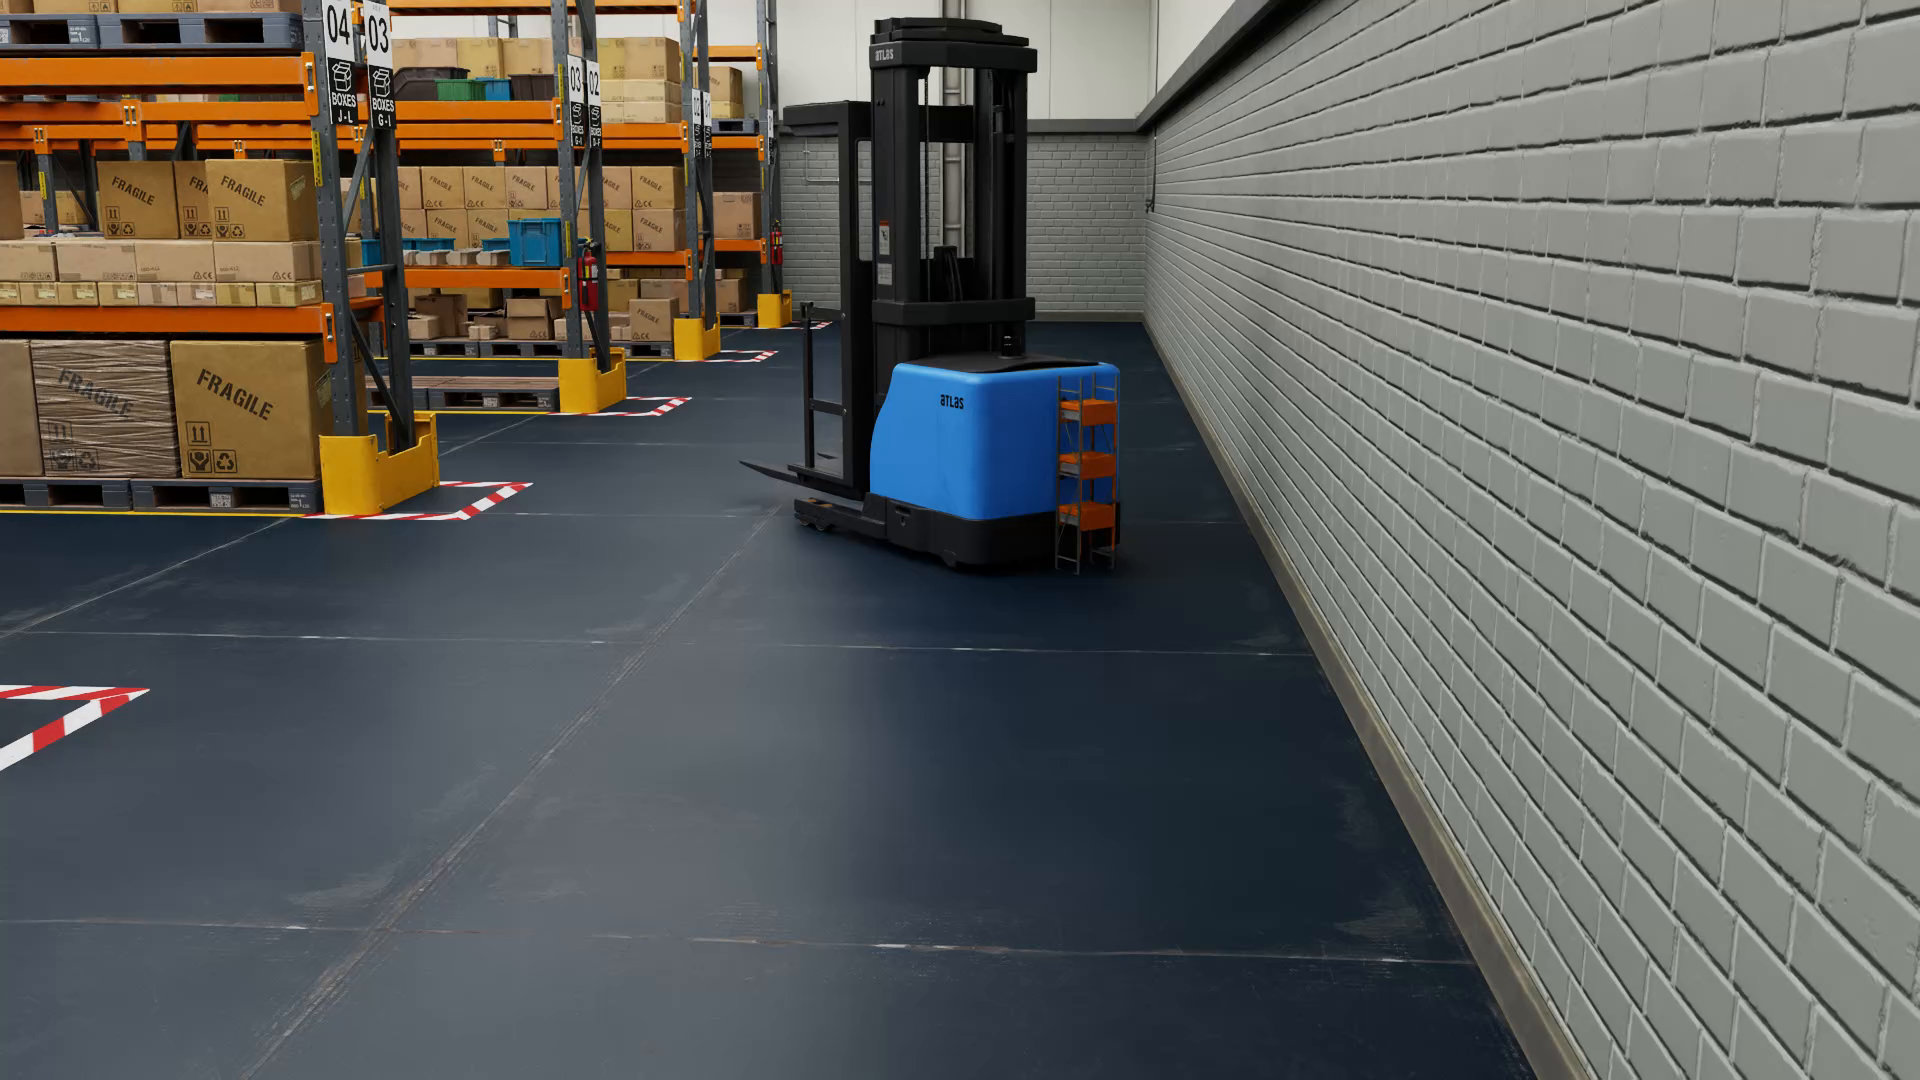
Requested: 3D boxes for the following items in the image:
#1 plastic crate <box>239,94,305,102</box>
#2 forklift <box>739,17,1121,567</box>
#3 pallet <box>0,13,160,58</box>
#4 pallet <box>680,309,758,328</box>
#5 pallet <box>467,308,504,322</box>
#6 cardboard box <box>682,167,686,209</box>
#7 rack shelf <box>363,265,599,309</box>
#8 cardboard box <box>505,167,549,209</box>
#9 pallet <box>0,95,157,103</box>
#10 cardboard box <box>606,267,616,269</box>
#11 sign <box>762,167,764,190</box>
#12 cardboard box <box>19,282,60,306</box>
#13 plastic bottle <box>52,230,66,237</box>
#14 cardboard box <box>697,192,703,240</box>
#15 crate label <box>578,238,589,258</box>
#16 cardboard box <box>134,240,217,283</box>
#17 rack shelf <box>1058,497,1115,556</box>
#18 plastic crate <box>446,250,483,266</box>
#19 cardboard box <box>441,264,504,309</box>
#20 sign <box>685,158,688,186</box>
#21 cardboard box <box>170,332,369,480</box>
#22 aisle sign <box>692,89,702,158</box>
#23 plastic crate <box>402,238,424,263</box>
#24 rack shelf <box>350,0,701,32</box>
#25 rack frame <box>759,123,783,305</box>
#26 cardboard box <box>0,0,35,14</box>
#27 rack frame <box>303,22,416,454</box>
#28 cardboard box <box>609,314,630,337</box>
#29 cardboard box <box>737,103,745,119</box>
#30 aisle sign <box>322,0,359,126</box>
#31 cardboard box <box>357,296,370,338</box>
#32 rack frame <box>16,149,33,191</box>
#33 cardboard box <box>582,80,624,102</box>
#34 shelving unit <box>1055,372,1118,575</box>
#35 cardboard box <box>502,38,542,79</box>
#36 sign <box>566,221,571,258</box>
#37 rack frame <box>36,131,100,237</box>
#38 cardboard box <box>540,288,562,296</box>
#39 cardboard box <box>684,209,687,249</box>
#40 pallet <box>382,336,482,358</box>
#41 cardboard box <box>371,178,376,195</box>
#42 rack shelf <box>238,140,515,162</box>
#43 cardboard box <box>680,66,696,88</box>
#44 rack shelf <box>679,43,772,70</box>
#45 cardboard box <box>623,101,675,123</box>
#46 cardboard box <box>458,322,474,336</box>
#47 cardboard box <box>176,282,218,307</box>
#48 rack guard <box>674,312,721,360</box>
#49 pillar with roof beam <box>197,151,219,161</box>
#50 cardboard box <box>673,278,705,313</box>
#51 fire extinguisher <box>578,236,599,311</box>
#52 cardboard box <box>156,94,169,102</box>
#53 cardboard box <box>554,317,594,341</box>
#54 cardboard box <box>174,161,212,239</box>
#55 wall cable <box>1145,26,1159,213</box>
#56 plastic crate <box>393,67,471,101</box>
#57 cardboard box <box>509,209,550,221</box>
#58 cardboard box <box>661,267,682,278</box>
[{"bbox_3d":[-6.296,-4.142,15.238,0.590,0.269,0.497,1,12,4],"label":"plastic crate"},{"bbox_3d":[-0.357,-1.539,9.968,1.130,2.935,3.031,-8,14,-34],"label":"forklift"},{"bbox_3d":[-5.819,-3.193,10.599,1.213,0.211,1.003,1,12,4],"label":"pallet"},{"bbox_3d":[-3.667,-3.410,25.556,1.213,0.211,1.003,1,12,4],"label":"pallet"},{"bbox_3d":[-7.630,-3.465,25.818,1.213,0.211,1.003,1,12,4],"label":"pallet"},{"bbox_3d":[-3.617,-4.367,20.630,0.500,0.500,0.500,1,12,5],"label":"cardboard box"},{"bbox_3d":[-5.522,-2.432,15.823,4.000,0.370,1.077,1,12,4],"label":"rack shelf"},{"bbox_3d":[-5.188,-4.276,20.199,0.500,0.500,0.500,1,12,6],"label":"cardboard box"},{"bbox_3d":[-8.306,-4.178,15.549,1.003,0.211,1.213,1,12,4],"label":"pallet"},{"bbox_3d":[-5.459,-4.136,25.708,0.250,0.149,0.380,0,12,2],"label":"cardboard box"},{"bbox_3d":[-2.914,-5.352,24.622,0.005,0.325,0.100,1,12,4],"label":"sign"},{"bbox_3d":[-5.760,-1.580,10.609,0.250,0.149,0.380,1,12,5],"label":"cardboard box"},{"bbox_3d":[-8.456,-2.733,15.626,0.185,0.351,0.144,1,12,4],"label":"plastic bottle"},{"bbox_3d":[-4.100,-4.940,25.324,0.700,0.700,0.980,1,12,3],"label":"cardboard box"},{"bbox_3d":[-3.751,-2.774,15.968,0.303,0.233,0.416,1,12,4],"label":"crate label"},{"bbox_3d":[-4.865,-1.776,10.573,0.500,0.250,0.500,1,12,3],"label":"cardboard box"},{"bbox_3d":[0.676,-0.074,8.969,0.240,0.259,0.215,-8,14,-35],"label":"rack shelf"},{"bbox_3d":[-4.640,-2.638,15.549,0.243,0.136,0.396,1,12,4],"label":"plastic crate"},{"bbox_3d":[-7.513,-3.971,25.649,0.750,0.750,0.750,1,12,4],"label":"cardboard box"},{"bbox_3d":[-3.249,-4.377,19.765,0.005,0.325,0.100,1,12,4],"label":"sign"},{"bbox_3d":[-4.501,-0.902,10.920,0.875,0.875,0.875,1,12,4],"label":"cardboard box"},{"bbox_3d":[-3.144,-4.977,19.886,0.004,0.787,0.394,1,12,4],"label":"aisle sign"},{"bbox_3d":[-5.364,-2.797,16.073,0.300,0.233,0.416,1,12,4],"label":"plastic crate"},{"bbox_3d":[-5.187,-6.378,20.047,4.000,0.370,1.077,1,12,4],"label":"rack shelf"},{"bbox_3d":[-2.864,-4.780,25.294,0.127,3.000,1.000,1,12,4],"label":"rack frame"},{"bbox_3d":[-6.015,-3.528,10.468,0.500,0.500,0.700,1,12,6],"label":"cardboard box"},{"bbox_3d":[-3.857,-1.744,10.782,0.127,3.000,1.000,1,12,4],"label":"rack frame"},{"bbox_3d":[-4.214,-2.710,21.038,0.500,0.250,0.500,1,12,4],"label":"cardboard box"},{"bbox_3d":[-3.576,-6.490,25.237,0.500,0.250,0.500,1,12,7],"label":"cardboard box"},{"bbox_3d":[-3.806,-2.955,10.218,0.004,0.787,0.394,1,12,4],"label":"aisle sign"},{"bbox_3d":[-7.694,-2.763,20.681,0.500,0.500,0.500,1,12,3],"label":"cardboard box"},{"bbox_3d":[-14.837,-4.944,26.079,0.127,3.000,1.000,1,12,4],"label":"rack frame"},{"bbox_3d":[-4.220,-5.369,19.930,0.500,0.250,0.500,1,12,4],"label":"cardboard box"},{"bbox_3d":[0.676,-0.357,8.910,0.252,1.050,0.215,-8,14,-35],"label":"shelving unit"},{"bbox_3d":[-5.197,-5.814,20.222,0.500,0.500,0.700,1,12,4],"label":"cardboard box"},{"bbox_3d":[-3.547,-2.724,15.064,0.005,0.325,0.100,1,12,4],"label":"sign"},{"bbox_3d":[-11.174,-3.878,20.979,0.127,3.000,1.000,1,12,4],"label":"rack frame"},{"bbox_3d":[-6.116,-3.786,25.620,0.500,0.500,0.700,1,12,4],"label":"cardboard box"},{"bbox_3d":[-3.617,-3.877,20.732,0.500,0.500,0.500,1,12,5],"label":"cardboard box"},{"bbox_3d":[-6.497,-2.448,20.958,1.213,0.211,1.003,1,12,4],"label":"pallet"},{"bbox_3d":[-8.865,-5.383,25.326,0.500,0.250,0.500,1,12,3],"label":"cardboard box"},{"bbox_3d":[-8.851,-5.978,25.453,4.000,0.370,1.077,1,12,4],"label":"rack shelf"},{"bbox_3d":[-4.111,-6.760,24.697,0.500,0.500,0.500,1,12,5],"label":"cardboard box"},{"bbox_3d":[-4.860,-7.196,24.926,4.000,0.370,1.077,1,12,4],"label":"rack shelf"},{"bbox_3d":[-3.722,-5.116,19.941,0.500,0.250,0.500,1,12,4],"label":"cardboard box"},{"bbox_3d":[-6.217,-2.700,21.239,0.250,0.149,0.380,1,12,4],"label":"cardboard box"},{"bbox_3d":[-4.746,-1.566,10.542,0.250,0.149,0.380,1,12,4],"label":"cardboard box"},{"bbox_3d":[-3.267,-2.546,20.717,0.348,0.500,1.175,1,12,4],"label":"rack guard"},{"bbox_3d":[-12.373,-7.141,21.929,0.400,9.000,9.100,1,12,4],"label":"pillar with roof beam"},{"bbox_3d":[-4.069,-3.758,25.488,0.500,0.500,0.700,1,12,4],"label":"cardboard box"},{"bbox_3d":[-3.406,-2.441,15.211,0.183,0.674,0.296,1,12,4],"label":"fire extinguisher"},{"bbox_3d":[-9.708,-5.382,20.599,0.500,0.500,0.910,1,12,4],"label":"cardboard box"},{"bbox_3d":[-4.696,-2.614,20.579,0.500,0.250,0.500,1,12,4],"label":"cardboard box"},{"bbox_3d":[-4.817,-2.252,11.018,0.500,0.500,0.500,0,12,2],"label":"cardboard box"},{"bbox_3d":[2.755,-6.046,24.279,0.112,2.526,3.097,1,12,4],"label":"wall cable"},{"bbox_3d":[-5.032,-4.271,15.686,0.767,0.338,0.504,1,12,4],"label":"plastic crate"},{"bbox_3d":[-5.175,-3.789,20.311,0.500,0.500,0.500,1,12,3],"label":"cardboard box"},{"bbox_3d":[-4.440,-4.122,25.641,0.250,0.149,0.380,1,12,5],"label":"cardboard box"}]
